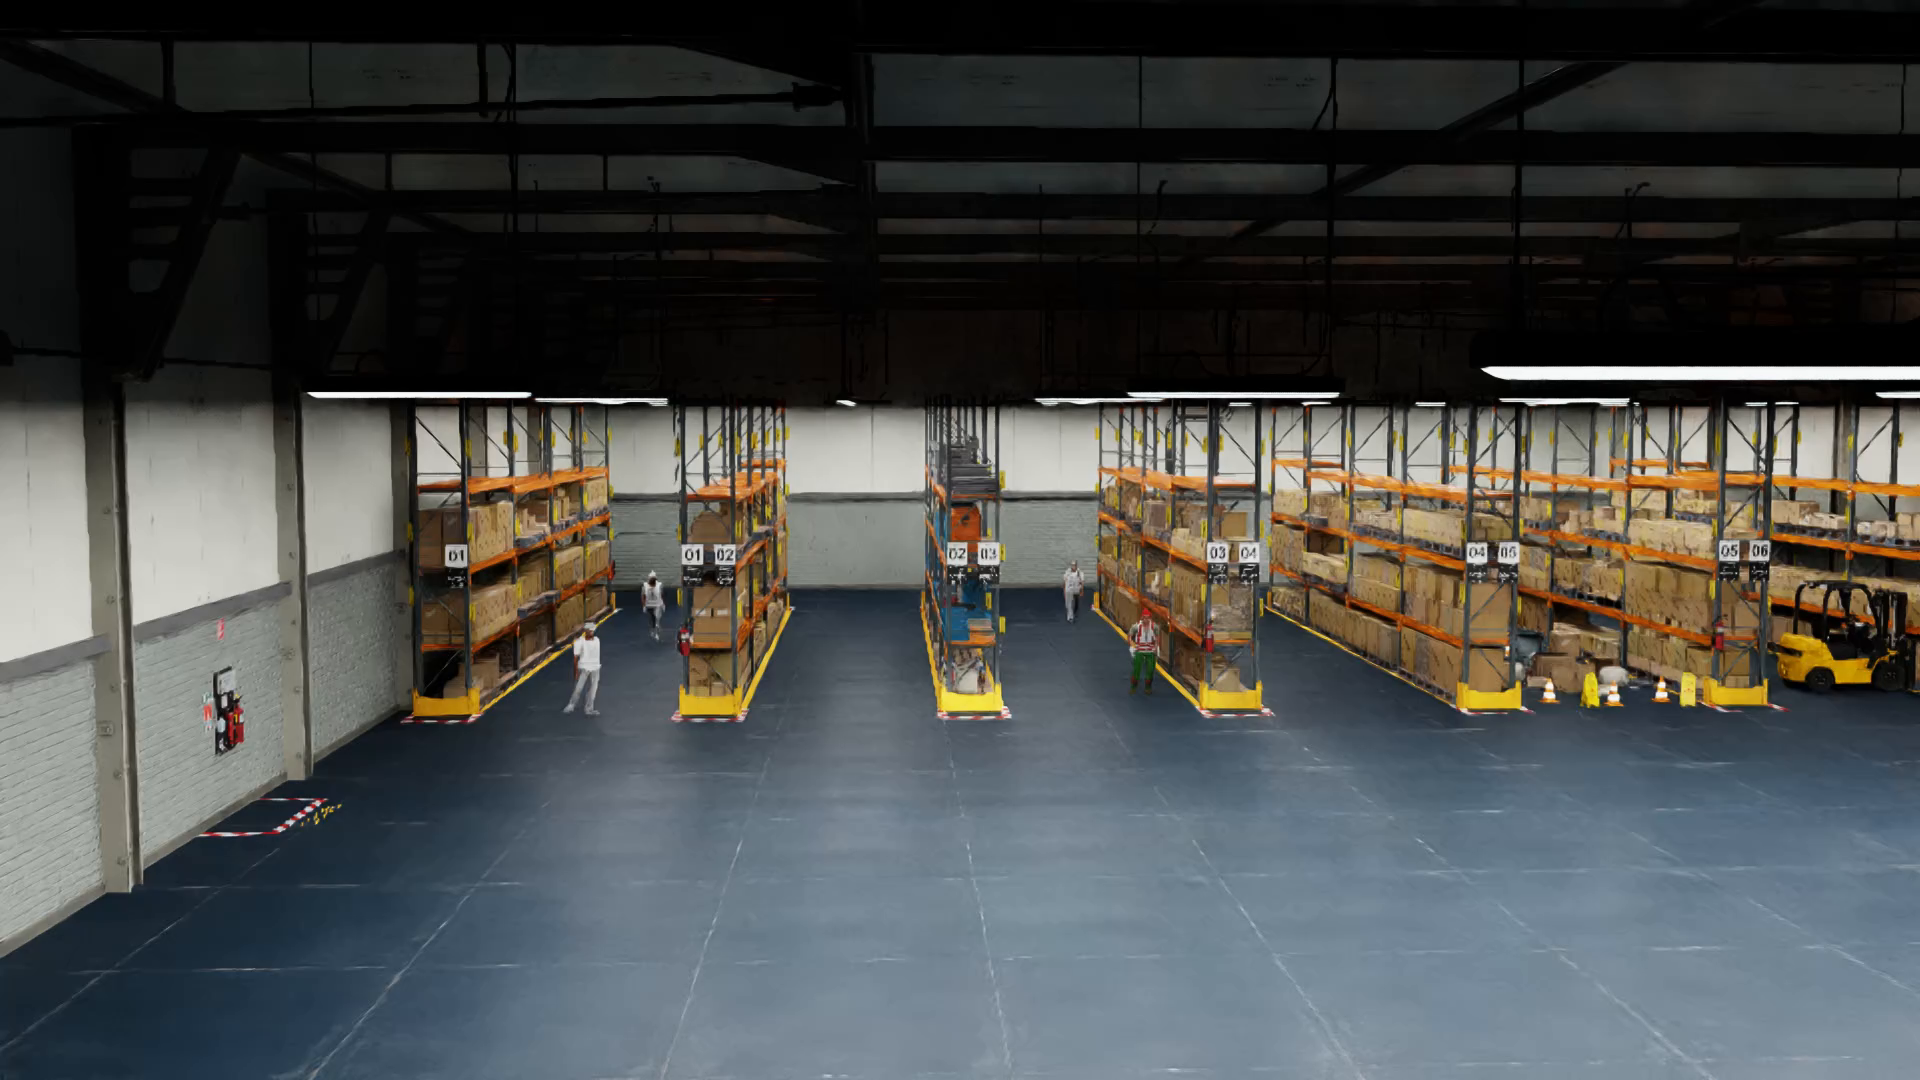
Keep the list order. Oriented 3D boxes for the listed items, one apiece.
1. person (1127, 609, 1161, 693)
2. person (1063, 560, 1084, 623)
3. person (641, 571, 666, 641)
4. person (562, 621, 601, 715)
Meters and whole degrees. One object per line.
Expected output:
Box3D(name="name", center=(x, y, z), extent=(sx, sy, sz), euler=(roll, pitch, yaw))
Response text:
Box3D(name="person", center=(3.696, 2.229, 33.325), extent=(0.677, 1.742, 0.552), euler=(0, 5, -4))
Box3D(name="person", center=(3.051, 1.357, 44.483), extent=(0.540, 1.673, 1.130), euler=(0, 5, -5))
Box3D(name="person", center=(-7.577, 1.613, 41.022), extent=(0.568, 1.703, 1.106), euler=(0, 5, -1))
Box3D(name="person", center=(-7.034, 2.395, 30.998), extent=(0.746, 1.759, 0.529), euler=(-4, 6, -42))
